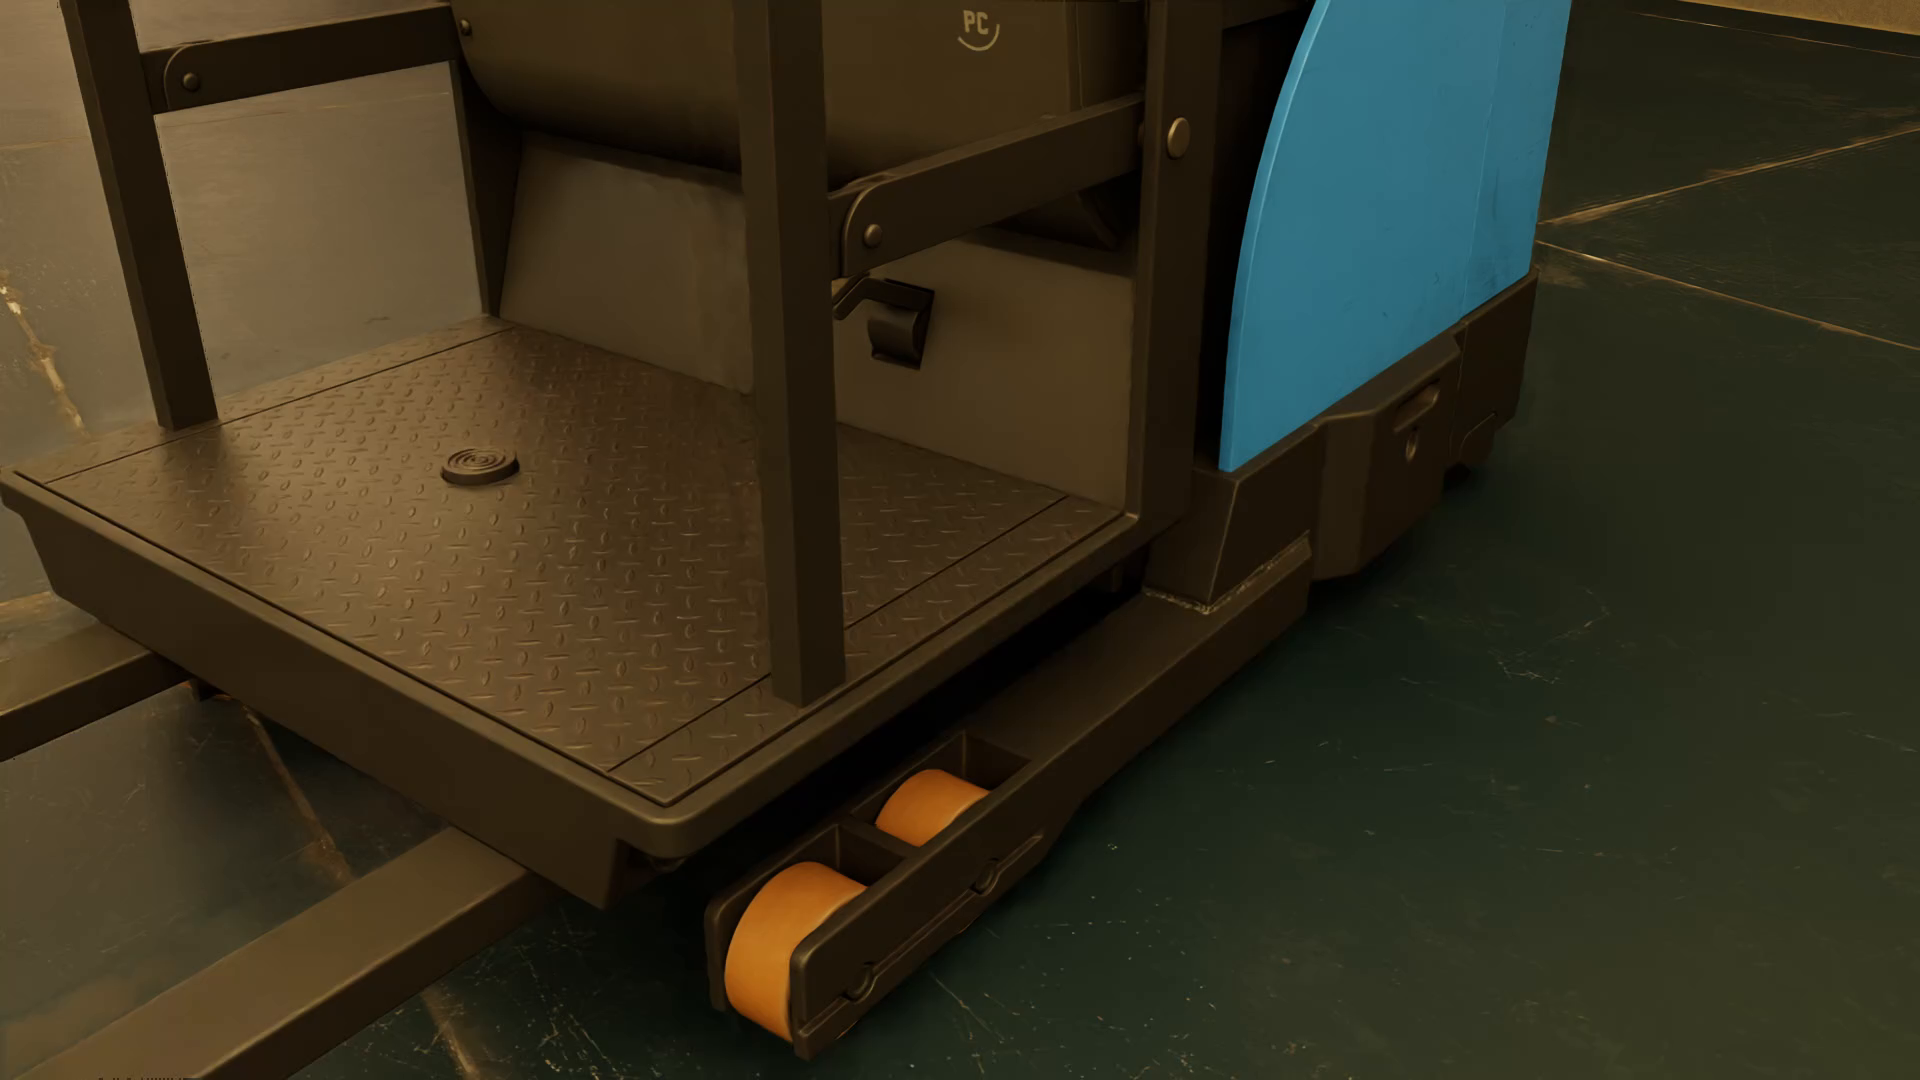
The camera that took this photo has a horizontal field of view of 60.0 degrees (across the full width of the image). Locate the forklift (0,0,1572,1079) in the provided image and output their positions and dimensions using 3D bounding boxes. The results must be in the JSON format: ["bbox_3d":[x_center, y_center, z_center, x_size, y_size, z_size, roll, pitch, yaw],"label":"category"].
[{"bbox_3d":[-0.363,-1.087,1.399,1.130,2.935,3.031,19,32,33],"label":"forklift"}]
